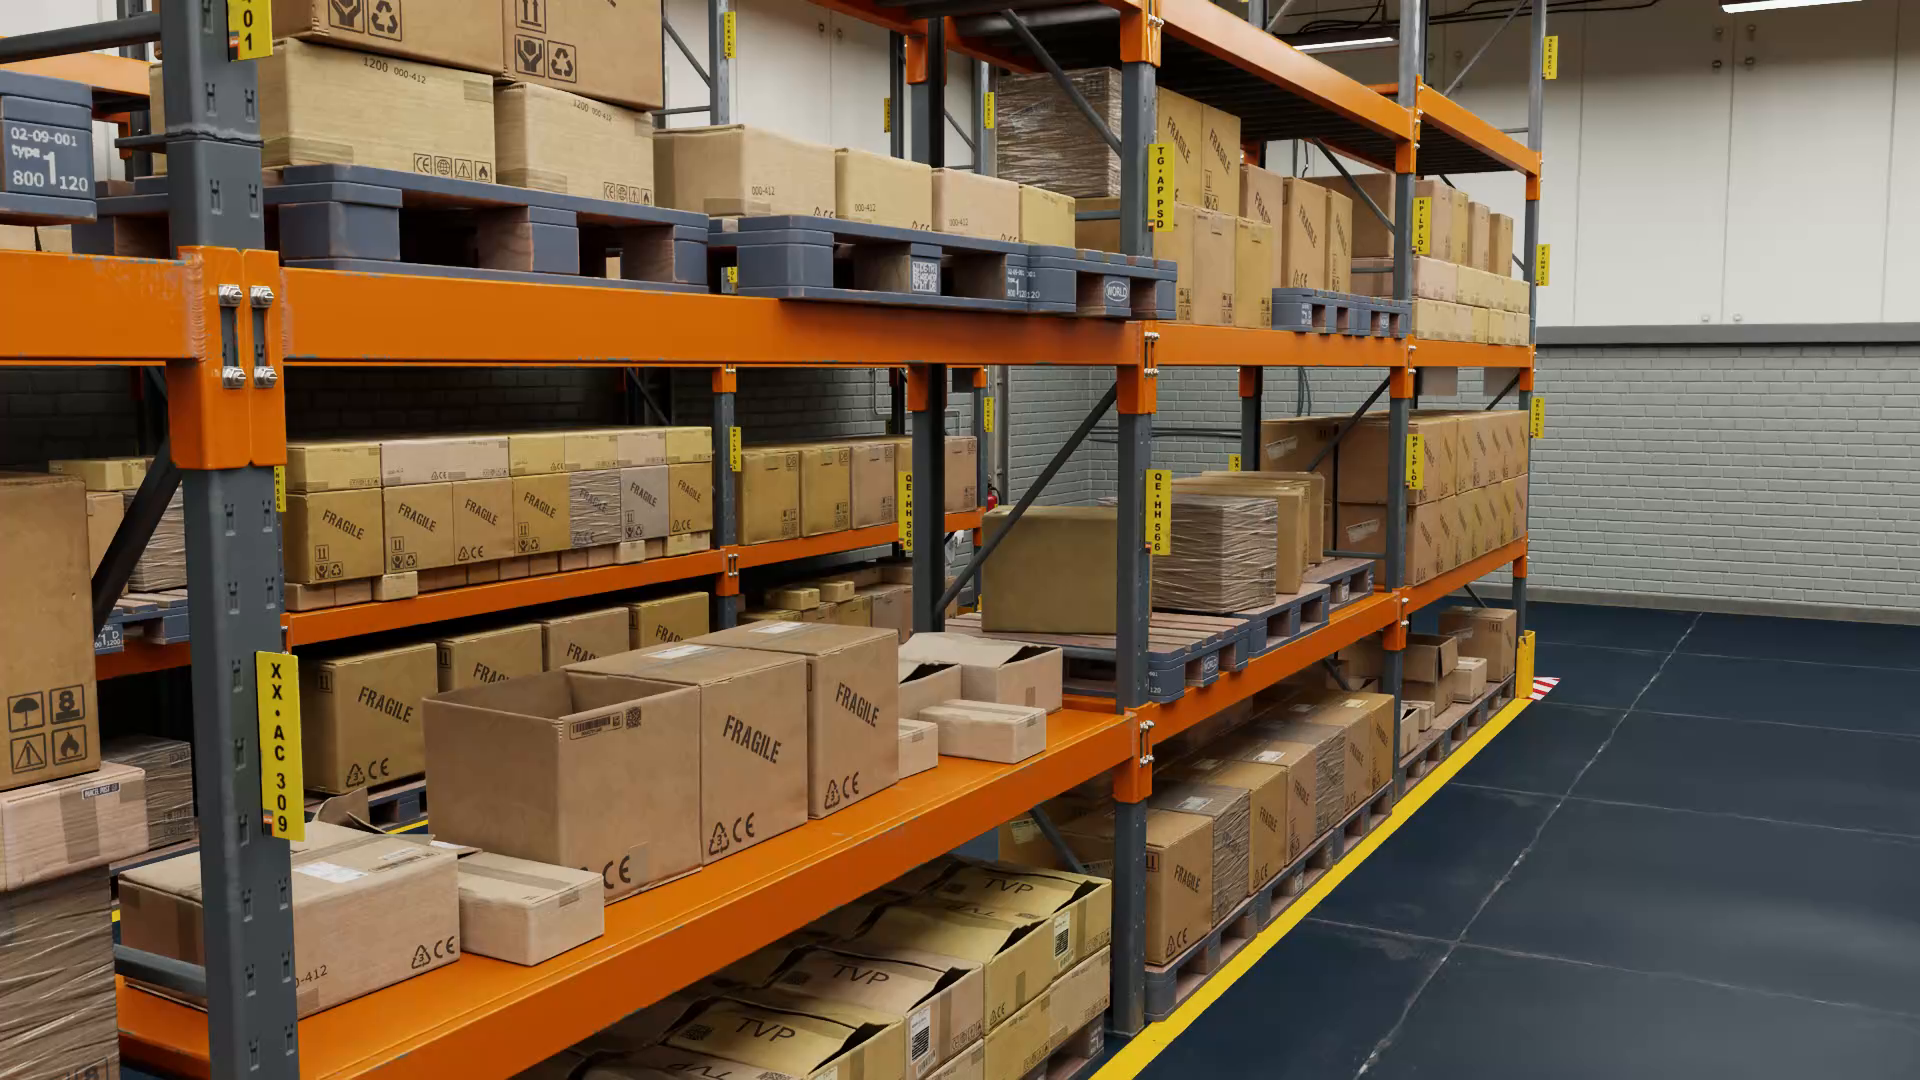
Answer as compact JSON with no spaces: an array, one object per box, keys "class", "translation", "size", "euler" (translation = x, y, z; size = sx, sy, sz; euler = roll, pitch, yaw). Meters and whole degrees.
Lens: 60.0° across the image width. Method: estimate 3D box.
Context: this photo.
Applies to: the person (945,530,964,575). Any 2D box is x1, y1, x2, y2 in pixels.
[{"class":"person","translation":[-0.265,-0.087,17.719],"size":[0.638,1.788,0.563],"euler":[3,7,29]}]
